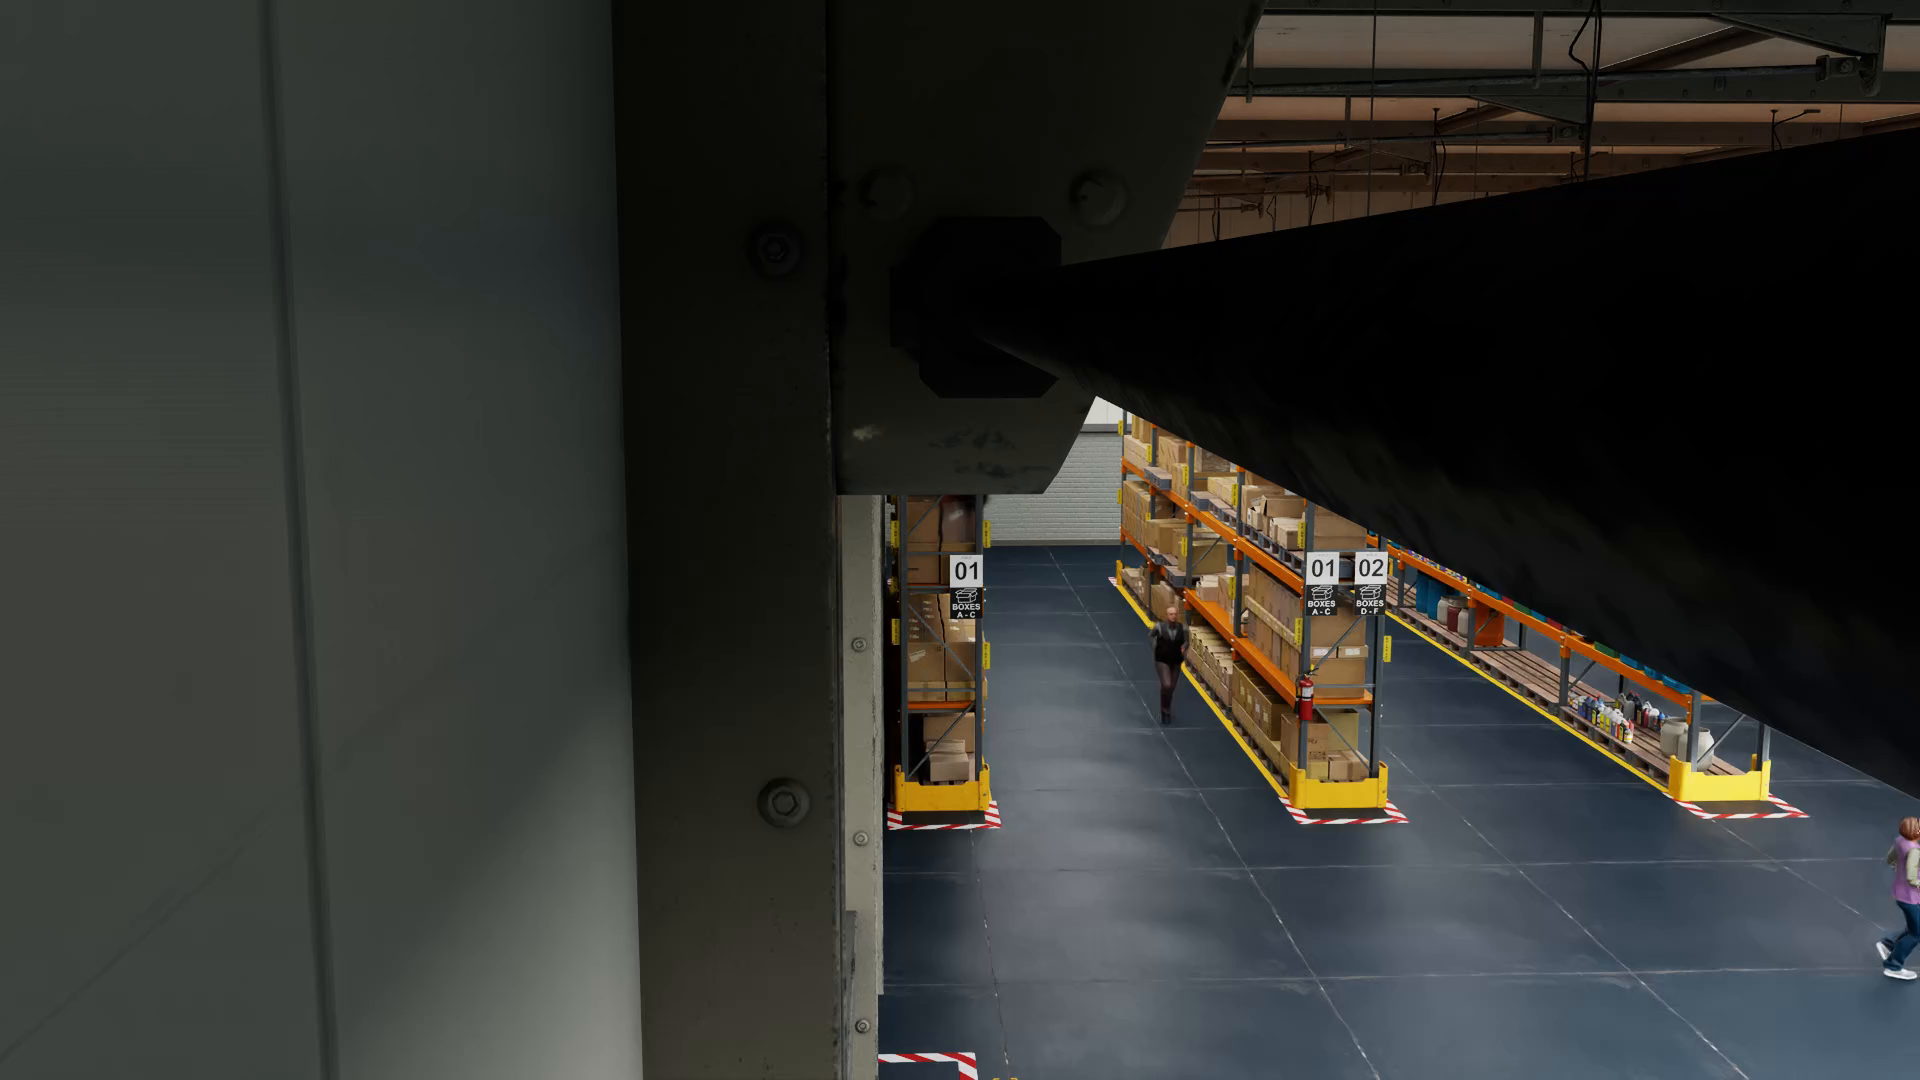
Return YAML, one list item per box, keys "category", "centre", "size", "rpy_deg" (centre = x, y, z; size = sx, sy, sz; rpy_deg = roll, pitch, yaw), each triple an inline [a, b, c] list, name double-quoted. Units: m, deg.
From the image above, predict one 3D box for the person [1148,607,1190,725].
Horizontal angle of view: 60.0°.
- category: "person"
  centre: [3.131, 1.855, 24.792]
  size: [0.574, 1.760, 0.847]
  rpy_deg: [-2, 9, -12]

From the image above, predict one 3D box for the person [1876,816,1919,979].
- category: "person"
  centre: [8.826, 3.311, 15.378]
  size: [0.543, 1.550, 0.527]
  rpy_deg: [3, 9, 19]
